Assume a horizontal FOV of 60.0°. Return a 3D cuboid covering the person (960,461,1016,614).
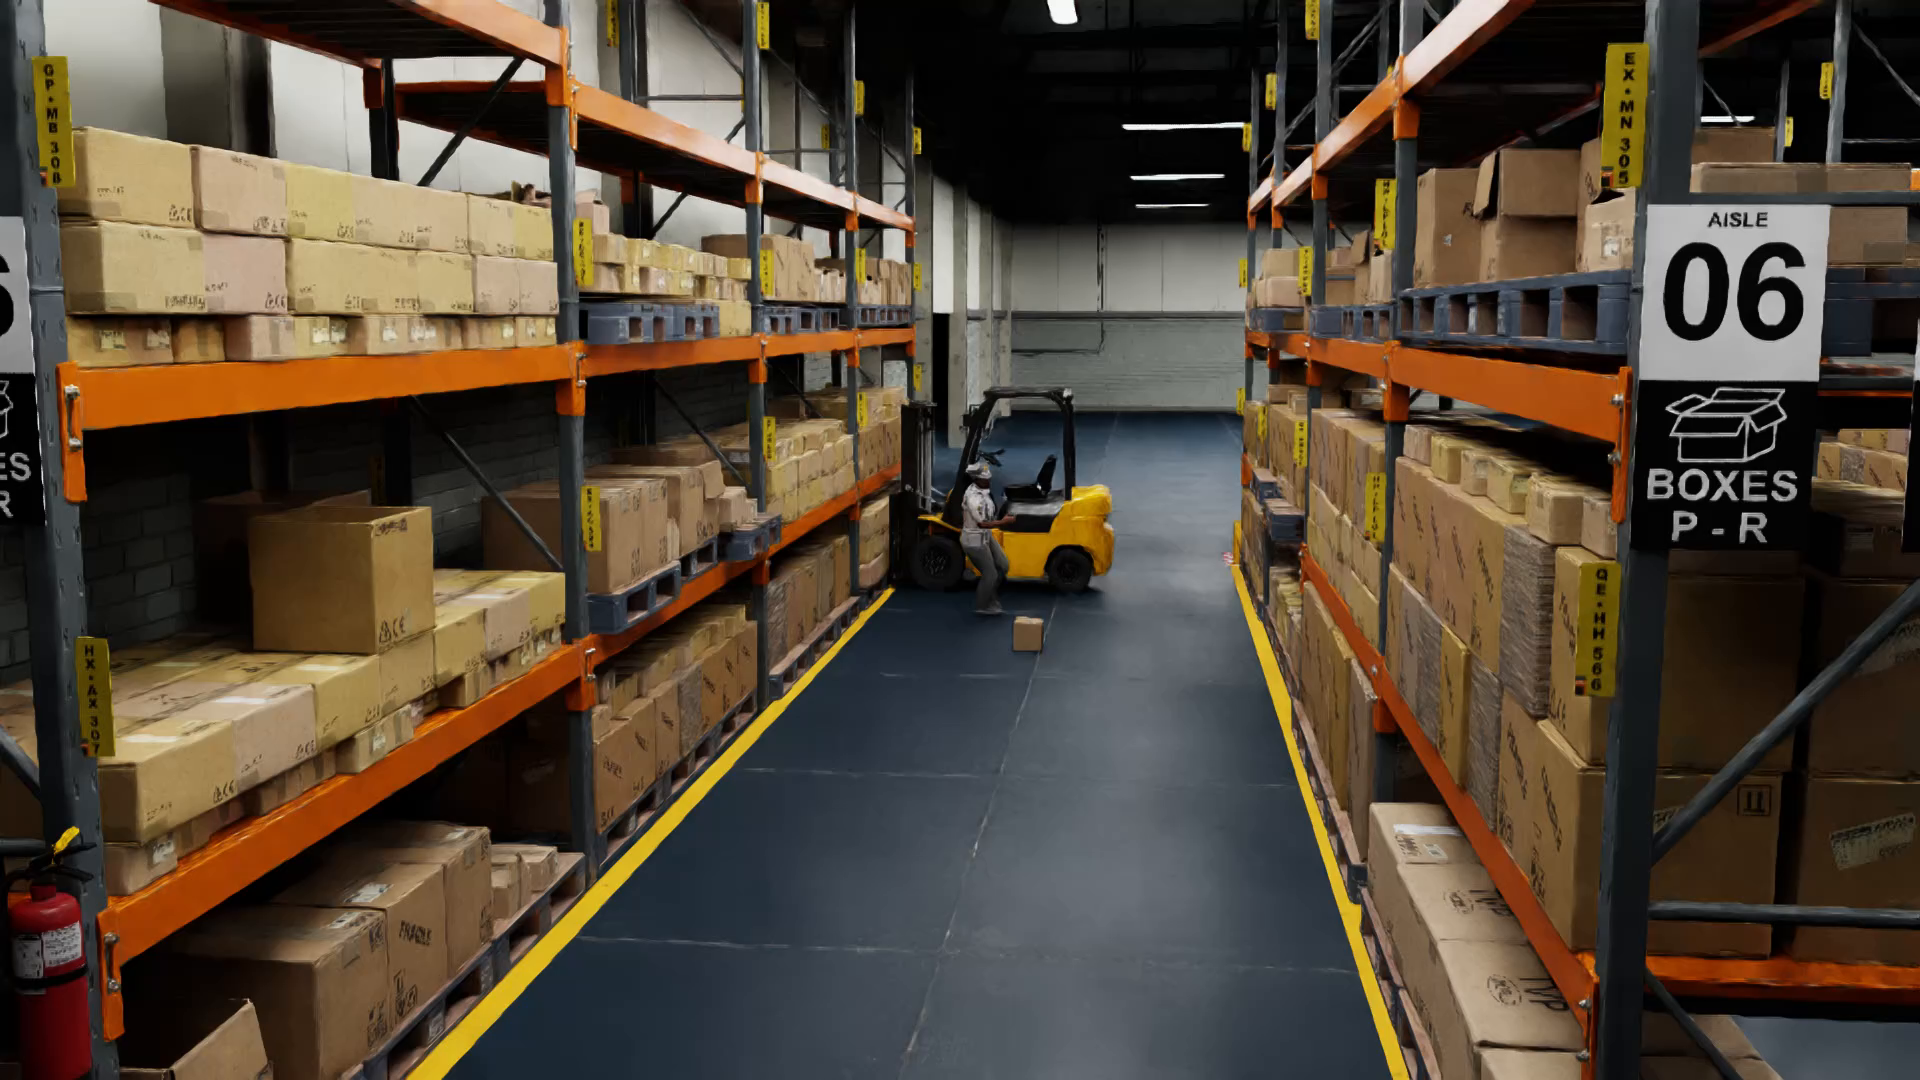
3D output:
[{"bbox_3d":[0.294,-0.019,16.306,0.544,1.554,0.864,2,8,11],"label":"person"}]
